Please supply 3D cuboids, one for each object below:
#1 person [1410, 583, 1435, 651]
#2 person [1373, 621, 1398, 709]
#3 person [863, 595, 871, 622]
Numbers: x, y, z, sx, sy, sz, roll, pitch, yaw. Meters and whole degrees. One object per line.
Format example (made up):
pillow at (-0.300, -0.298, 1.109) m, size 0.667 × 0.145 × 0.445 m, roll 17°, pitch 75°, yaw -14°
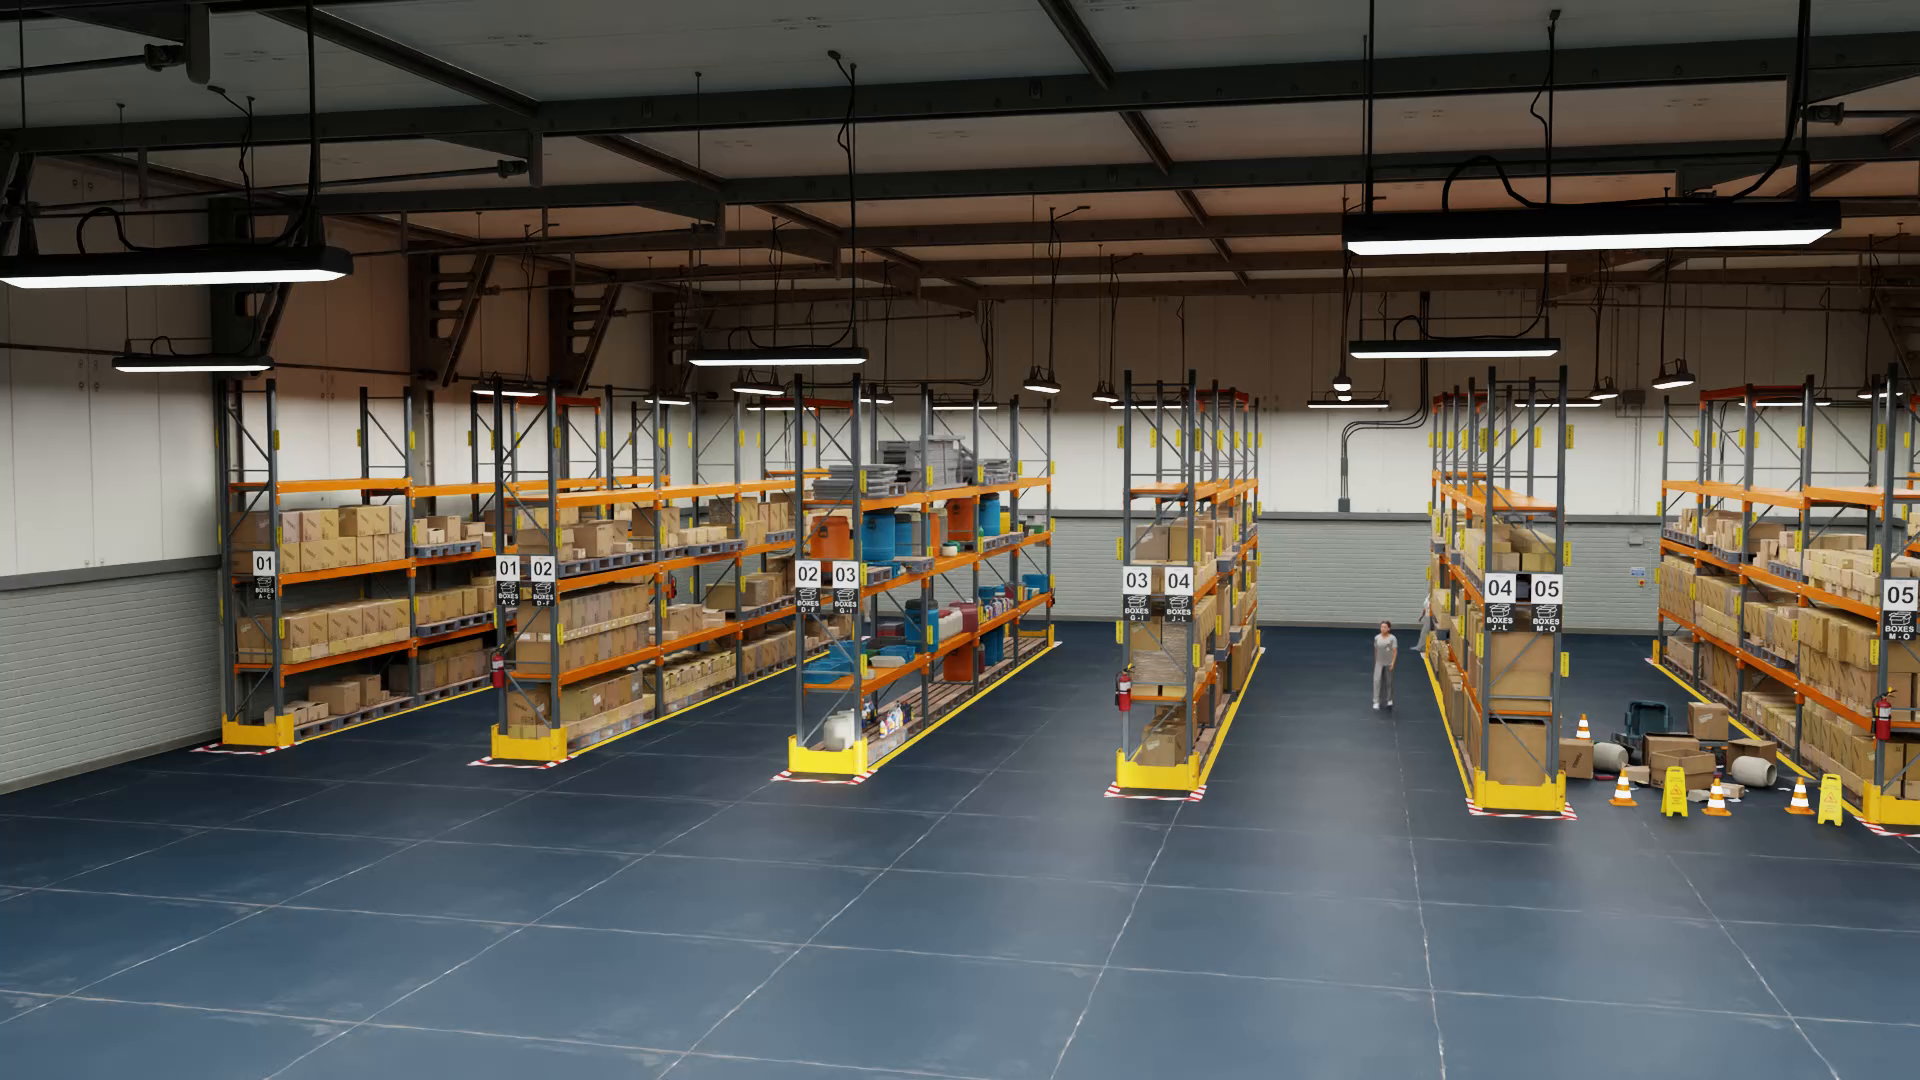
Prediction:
person at (11.174, 1.813, 39.318) m, size 1.074 × 1.622 × 0.446 m, roll 0°, pitch 3°, yaw 2°
person at (7.901, 2.312, 30.935) m, size 0.457 × 1.616 × 0.977 m, roll 2°, pitch 4°, yaw 25°
person at (-2.647, 1.394, 45.668) m, size 0.725 × 1.705 × 0.508 m, roll 1°, pitch 3°, yaw 10°
